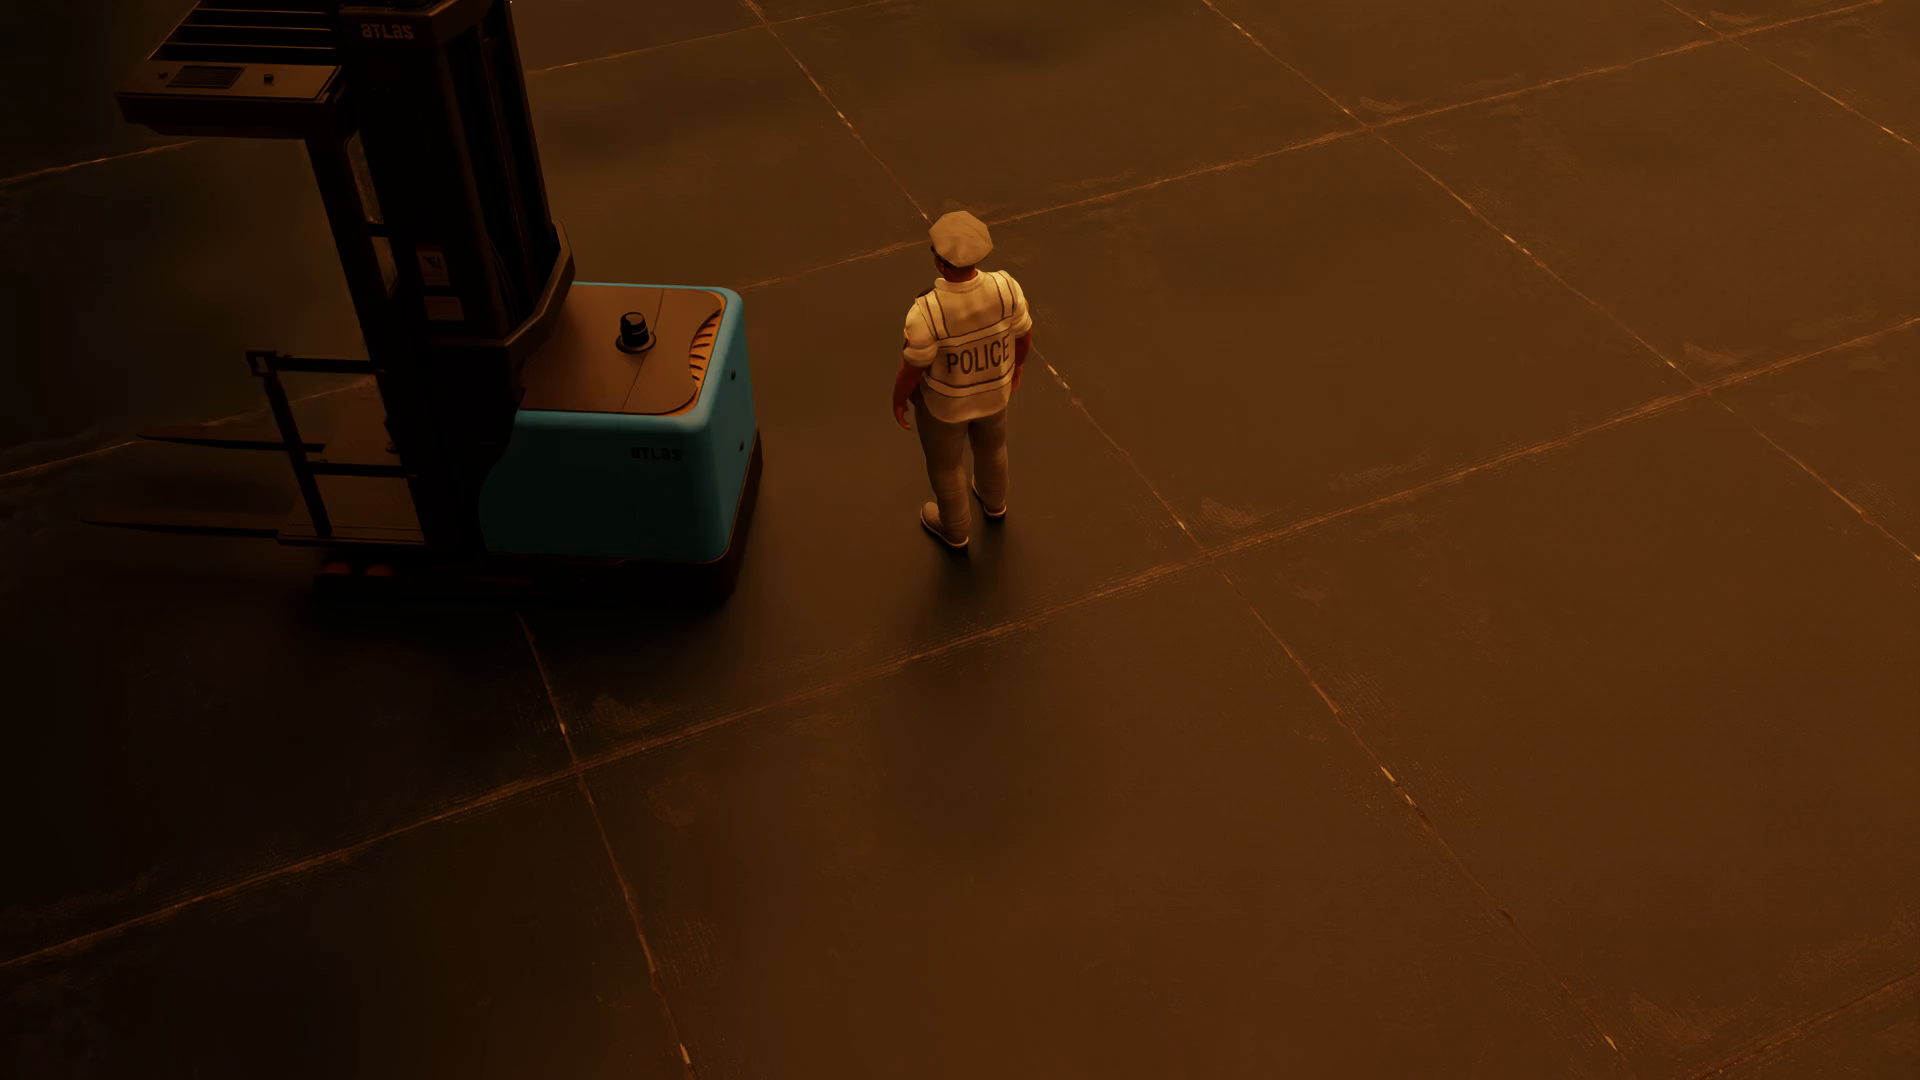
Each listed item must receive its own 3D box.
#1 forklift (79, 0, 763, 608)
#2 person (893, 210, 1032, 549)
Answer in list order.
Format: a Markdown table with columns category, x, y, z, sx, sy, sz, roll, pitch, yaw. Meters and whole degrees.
| category | x | y | z | sx | sy | sz | roll | pitch | yaw |
| --- | --- | --- | --- | --- | --- | --- | --- | --- | --- |
| forklift | -2.501 | -1.162 | 6.926 | 3.031 | 2.935 | 1.130 | 3 | 43 | 3 |
| person | -0.023 | -0.709 | 7.270 | 0.642 | 1.782 | 0.573 | -18 | 46 | -18 |
